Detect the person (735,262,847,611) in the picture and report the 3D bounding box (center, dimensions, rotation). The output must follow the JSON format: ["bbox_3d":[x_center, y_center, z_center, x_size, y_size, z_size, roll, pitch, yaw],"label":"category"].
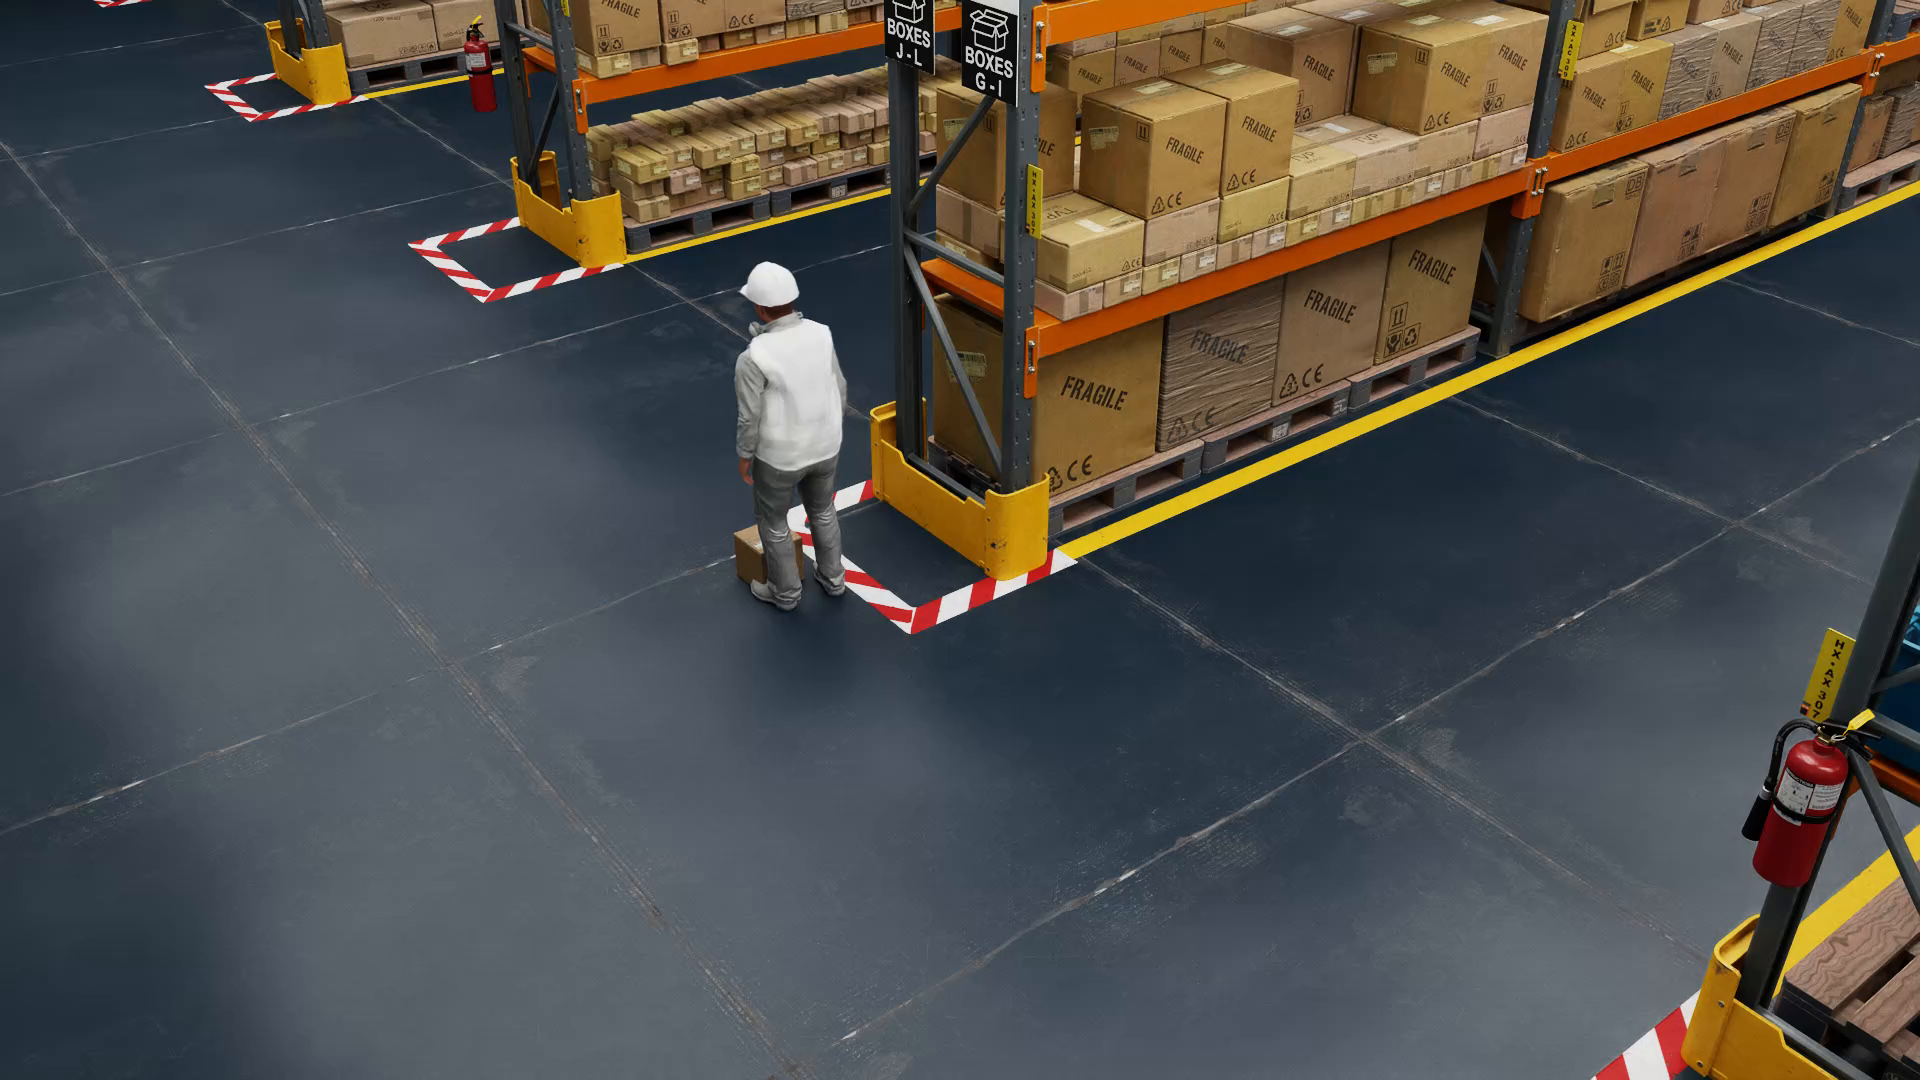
[{"bbox_3d":[-0.794,-0.459,7.847,0.580,1.770,0.466,-22,38,-31],"label":"person"}]
